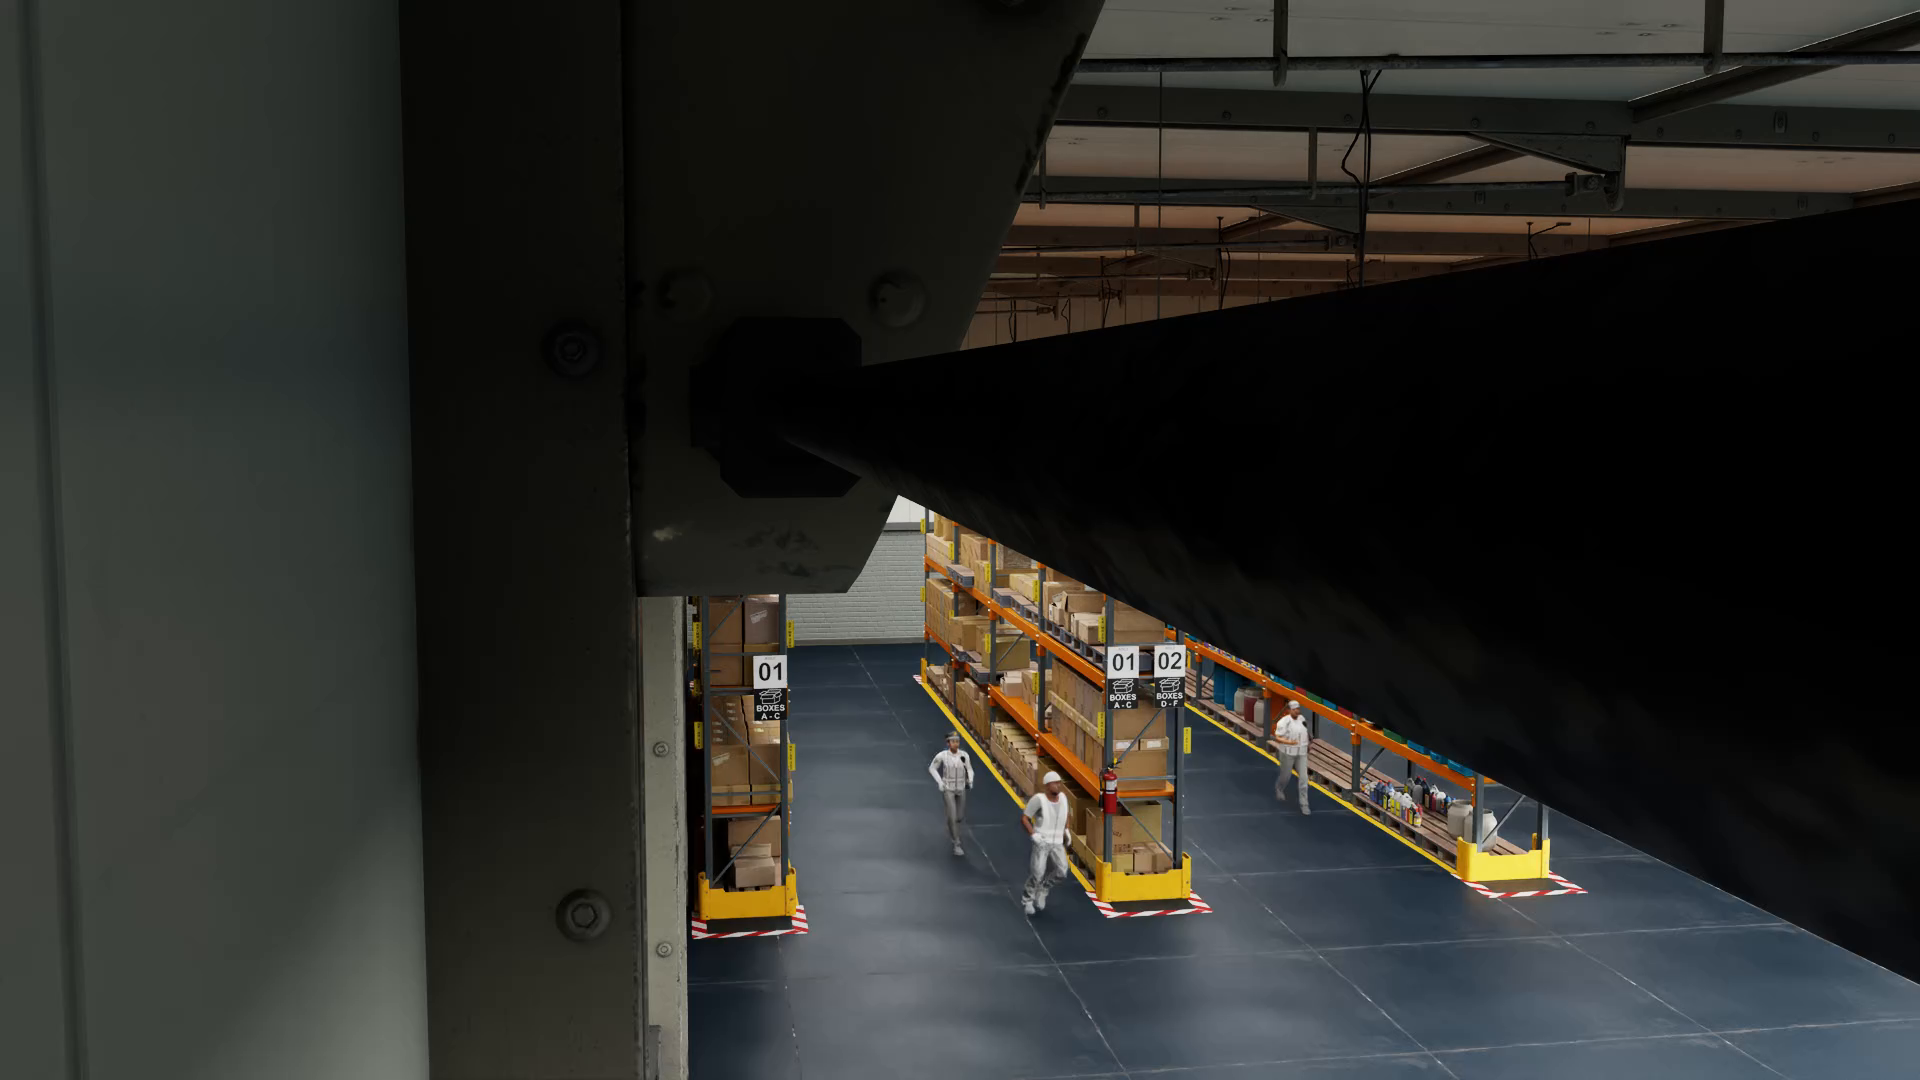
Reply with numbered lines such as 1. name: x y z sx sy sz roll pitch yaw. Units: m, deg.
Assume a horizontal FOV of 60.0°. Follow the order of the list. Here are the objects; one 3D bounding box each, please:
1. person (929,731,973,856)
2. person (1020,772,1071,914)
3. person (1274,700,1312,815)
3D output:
1. person: -0.106 3.476 23.138 0.618 1.687 0.781 -1 5 -16
2. person: 1.105 3.686 20.260 0.747 1.725 0.547 -3 6 -28
3. person: 5.073 3.259 25.298 0.606 1.662 0.943 -1 5 -12
